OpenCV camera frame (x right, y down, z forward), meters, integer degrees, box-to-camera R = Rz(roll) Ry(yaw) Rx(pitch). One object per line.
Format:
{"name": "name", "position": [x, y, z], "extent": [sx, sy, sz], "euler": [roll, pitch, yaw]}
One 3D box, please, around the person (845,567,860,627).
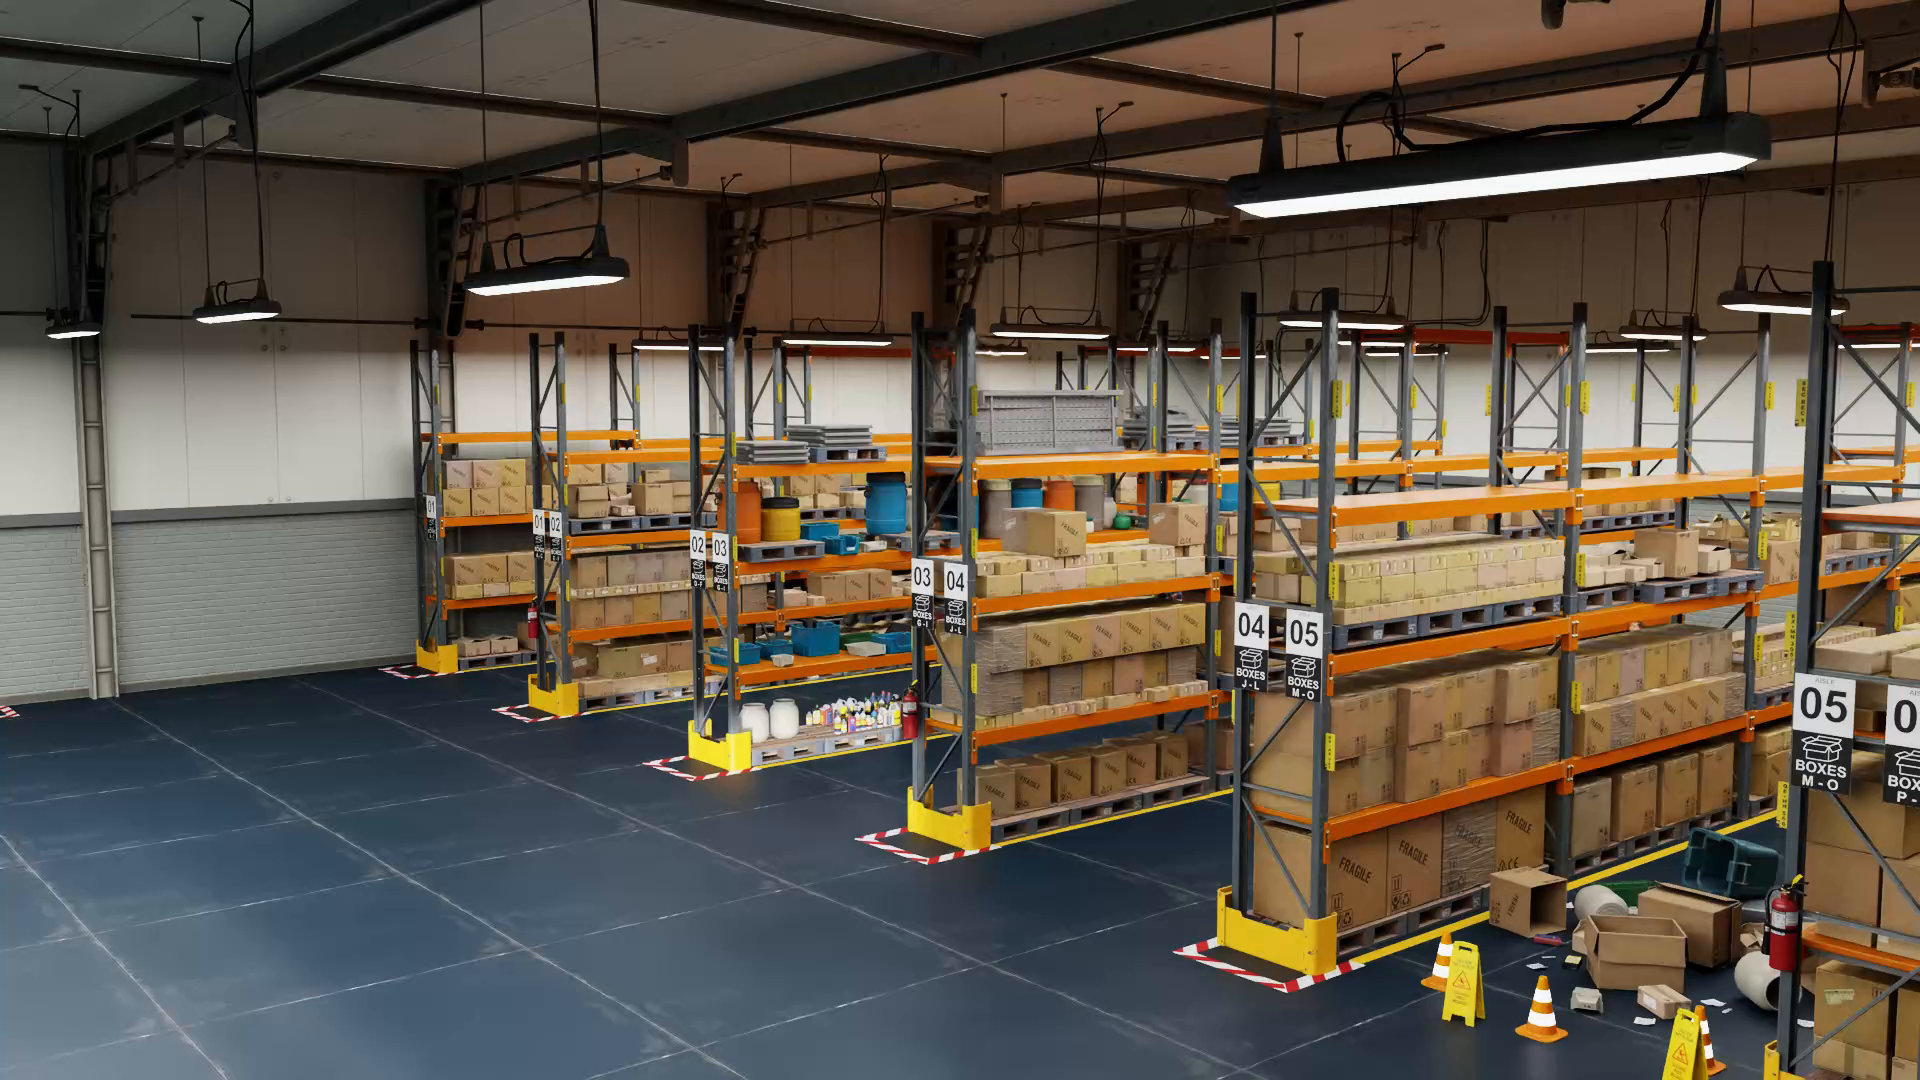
{"name": "person", "position": [-2.111, 1.336, 32.509], "extent": [0.569, 1.627, 0.655], "euler": [5, 7, 43]}

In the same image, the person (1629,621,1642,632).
{"name": "person", "position": [10.073, 2.026, 24.960], "extent": [0.536, 1.704, 0.718], "euler": [5, 7, 41]}
